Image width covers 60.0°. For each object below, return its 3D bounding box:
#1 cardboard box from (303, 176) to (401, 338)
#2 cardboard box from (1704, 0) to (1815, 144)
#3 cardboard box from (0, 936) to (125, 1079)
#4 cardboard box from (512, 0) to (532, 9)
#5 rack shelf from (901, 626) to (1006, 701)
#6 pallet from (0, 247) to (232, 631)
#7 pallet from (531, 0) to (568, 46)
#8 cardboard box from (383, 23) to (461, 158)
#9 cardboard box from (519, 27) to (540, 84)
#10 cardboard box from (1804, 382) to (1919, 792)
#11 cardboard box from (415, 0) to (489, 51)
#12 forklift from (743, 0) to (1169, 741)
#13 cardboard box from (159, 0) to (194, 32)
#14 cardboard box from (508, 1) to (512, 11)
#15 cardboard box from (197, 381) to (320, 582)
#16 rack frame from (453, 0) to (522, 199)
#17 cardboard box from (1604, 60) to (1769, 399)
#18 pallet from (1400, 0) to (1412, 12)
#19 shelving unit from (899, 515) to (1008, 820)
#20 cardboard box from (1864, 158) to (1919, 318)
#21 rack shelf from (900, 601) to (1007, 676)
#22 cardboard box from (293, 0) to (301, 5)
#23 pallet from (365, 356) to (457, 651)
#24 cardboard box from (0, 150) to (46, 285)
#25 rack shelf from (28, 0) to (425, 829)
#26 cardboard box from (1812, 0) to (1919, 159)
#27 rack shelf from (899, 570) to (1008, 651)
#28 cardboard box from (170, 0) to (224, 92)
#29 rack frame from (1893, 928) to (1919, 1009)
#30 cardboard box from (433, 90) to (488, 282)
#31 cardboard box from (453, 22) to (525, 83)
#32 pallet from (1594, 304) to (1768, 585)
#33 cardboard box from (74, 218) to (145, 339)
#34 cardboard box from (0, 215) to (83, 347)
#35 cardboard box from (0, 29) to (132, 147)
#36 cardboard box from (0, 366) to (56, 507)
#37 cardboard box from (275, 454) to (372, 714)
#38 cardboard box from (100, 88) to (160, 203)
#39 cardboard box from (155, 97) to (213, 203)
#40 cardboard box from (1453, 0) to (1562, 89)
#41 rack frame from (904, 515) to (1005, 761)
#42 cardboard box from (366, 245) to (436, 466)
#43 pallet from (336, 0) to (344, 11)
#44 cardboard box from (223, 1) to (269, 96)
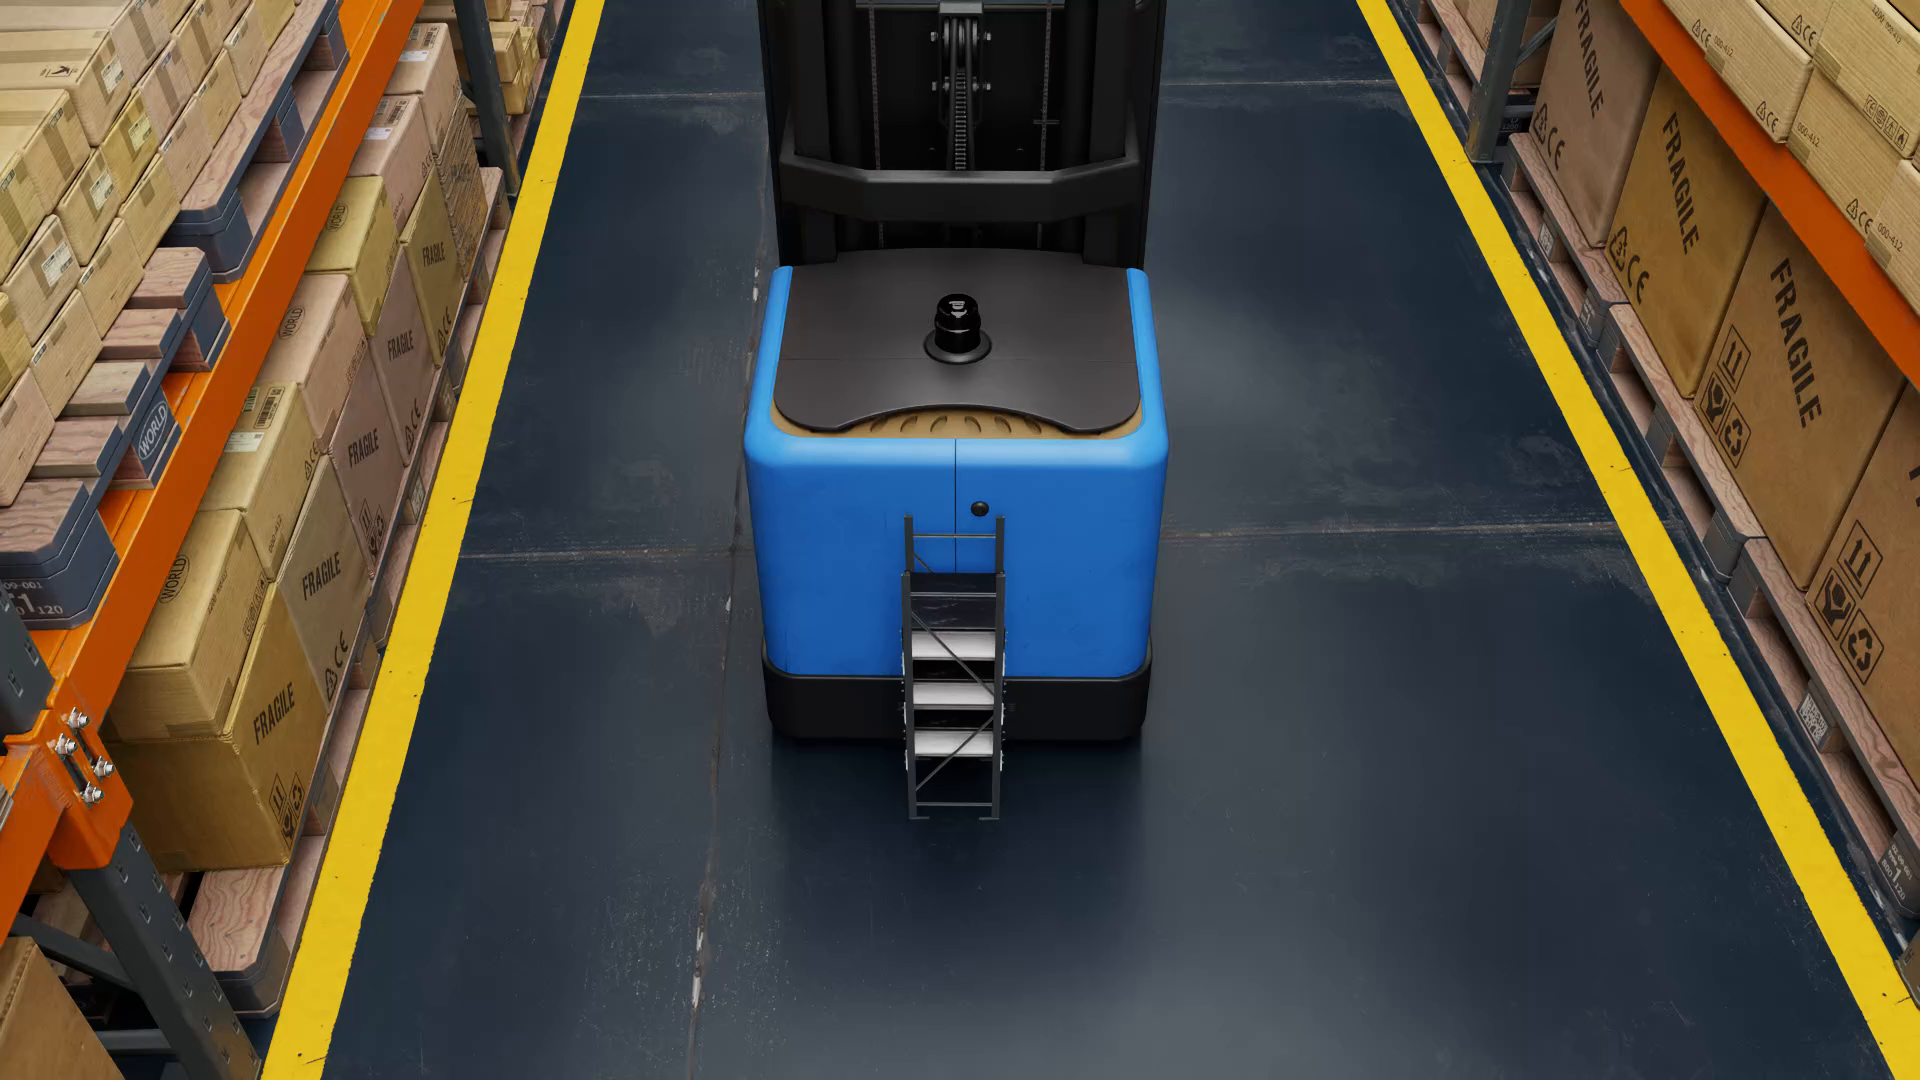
[{"bbox_3d":[-1.975,-0.831,4.921,0.500,0.250,0.500,-3,43,-4],"label":"cardboard box"},{"bbox_3d":[2.433,-1.337,4.600,0.500,0.250,0.500,-2,43,-2],"label":"cardboard box"},{"bbox_3d":[-2.198,1.268,3.001,1.050,0.750,0.750,-2,43,-2],"label":"cardboard box"},{"bbox_3d":[-2.133,-2.395,7.442,0.380,0.149,0.250,-2,43,-3],"label":"cardboard box"},{"bbox_3d":[-0.014,0.302,4.171,0.258,0.077,0.200,0,43,1],"label":"rack shelf"},{"bbox_3d":[-2.271,-0.227,3.420,1.213,0.211,1.003,-2,43,-2],"label":"pallet"},{"bbox_3d":[-2.423,-2.770,8.116,1.003,0.211,1.213,-2,43,-2],"label":"pallet"},{"bbox_3d":[-2.020,-1.535,5.689,0.500,0.250,0.500,-3,43,-3],"label":"cardboard box"},{"bbox_3d":[-2.010,-2.059,7.075,0.380,0.149,0.250,0,43,-1],"label":"cardboard box"},{"bbox_3d":[2.861,0.129,4.151,0.875,0.875,0.875,-2,43,-2],"label":"cardboard box"},{"bbox_3d":[-2.112,-2.082,6.660,0.380,0.149,0.250,0,43,0],"label":"cardboard box"},{"bbox_3d":[0.008,-1.506,4.723,1.130,2.935,3.031,0,43,1],"label":"forklift"},{"bbox_3d":[-2.018,-1.306,3.890,0.380,0.149,0.250,0,43,0],"label":"cardboard box"},{"bbox_3d":[-2.147,-2.320,7.140,0.380,0.149,0.250,-2,43,-2],"label":"cardboard box"},{"bbox_3d":[-1.943,-0.145,4.172,0.500,0.250,0.500,-2,43,-2],"label":"cardboard box"},{"bbox_3d":[-2.304,-2.520,5.780,1.000,3.000,0.127,-2,43,-2],"label":"rack frame"},{"bbox_3d":[2.789,-1.076,5.466,0.875,0.875,0.875,-1,43,-1],"label":"cardboard box"},{"bbox_3d":[2.628,-3.044,8.415,1.003,0.211,1.213,-2,43,-2],"label":"pallet"},{"bbox_3d":[-0.014,0.344,4.209,0.258,0.900,0.210,0,43,1],"label":"shelving unit"},{"bbox_3d":[2.489,-0.653,3.854,0.500,0.250,0.500,-1,43,-1],"label":"cardboard box"},{"bbox_3d":[-0.014,0.236,4.110,0.258,0.077,0.200,0,43,1],"label":"rack shelf"},{"bbox_3d":[-2.041,-1.620,4.672,0.380,0.149,0.250,-3,43,-4],"label":"cardboard box"},{"bbox_3d":[-2.215,-0.141,5.248,1.003,0.211,1.213,-2,43,-2],"label":"pallet"},{"bbox_3d":[-1.975,-0.600,3.120,0.380,0.149,0.250,-3,43,-3],"label":"cardboard box"},{"bbox_3d":[-2.219,-0.905,4.550,1.077,0.370,4.000,-2,43,-2],"label":"rack shelf"},{"bbox_3d":[2.465,-1.170,4.048,0.500,0.250,0.500,-3,43,-3],"label":"cardboard box"},{"bbox_3d":[-0.014,0.169,4.049,0.258,0.077,0.200,0,43,1],"label":"rack shelf"},{"bbox_3d":[-2.010,-1.193,3.987,0.380,0.149,0.250,-2,43,-2],"label":"cardboard box"},{"bbox_3d":[2.807,-0.030,3.063,1.000,3.000,0.127,-2,43,-2],"label":"rack frame"},{"bbox_3d":[-2.021,-1.261,5.945,0.500,0.500,0.500,-2,43,-3],"label":"cardboard box"},{"bbox_3d":[-2.000,-1.988,6.778,0.380,0.149,0.250,0,43,0],"label":"cardboard box"},{"bbox_3d":[2.800,-0.358,5.485,1.003,0.211,1.213,-2,43,-2],"label":"pallet"},{"bbox_3d":[-1.975,-0.553,3.509,0.380,0.149,0.250,0,43,0],"label":"cardboard box"},{"bbox_3d":[-1.968,-0.507,3.238,0.380,0.149,0.250,0,43,0],"label":"cardboard box"},{"bbox_3d":[-1.991,-0.945,3.496,0.380,0.149,0.250,-3,43,-4],"label":"cardboard box"},{"bbox_3d":[-1.952,-0.190,3.113,0.380,0.149,0.250,-2,43,-2],"label":"cardboard box"},{"bbox_3d":[-1.934,0.122,4.436,0.500,0.500,0.500,-1,43,-1],"label":"cardboard box"},{"bbox_3d":[-1.994,-0.857,3.620,0.380,0.149,0.250,-1,43,-2],"label":"cardboard box"},{"bbox_3d":[-2.002,-0.915,3.904,0.380,0.149,0.250,0,43,0],"label":"cardboard box"},{"bbox_3d":[2.718,-2.368,7.199,0.875,0.438,0.875,-2,43,-2],"label":"cardboard box"},{"bbox_3d":[-0.013,0.275,4.284,0.240,0.900,0.006,0,43,1],"label":"rack frame"},{"bbox_3d":[-1.982,-0.569,5.190,0.500,0.500,0.500,-3,43,-3],"label":"cardboard box"},{"bbox_3d":[-2.417,-1.930,5.277,1.003,0.211,1.213,-2,43,-2],"label":"pallet"},{"bbox_3d":[-2.020,-1.261,4.281,0.380,0.149,0.250,-3,43,-3],"label":"cardboard box"}]
